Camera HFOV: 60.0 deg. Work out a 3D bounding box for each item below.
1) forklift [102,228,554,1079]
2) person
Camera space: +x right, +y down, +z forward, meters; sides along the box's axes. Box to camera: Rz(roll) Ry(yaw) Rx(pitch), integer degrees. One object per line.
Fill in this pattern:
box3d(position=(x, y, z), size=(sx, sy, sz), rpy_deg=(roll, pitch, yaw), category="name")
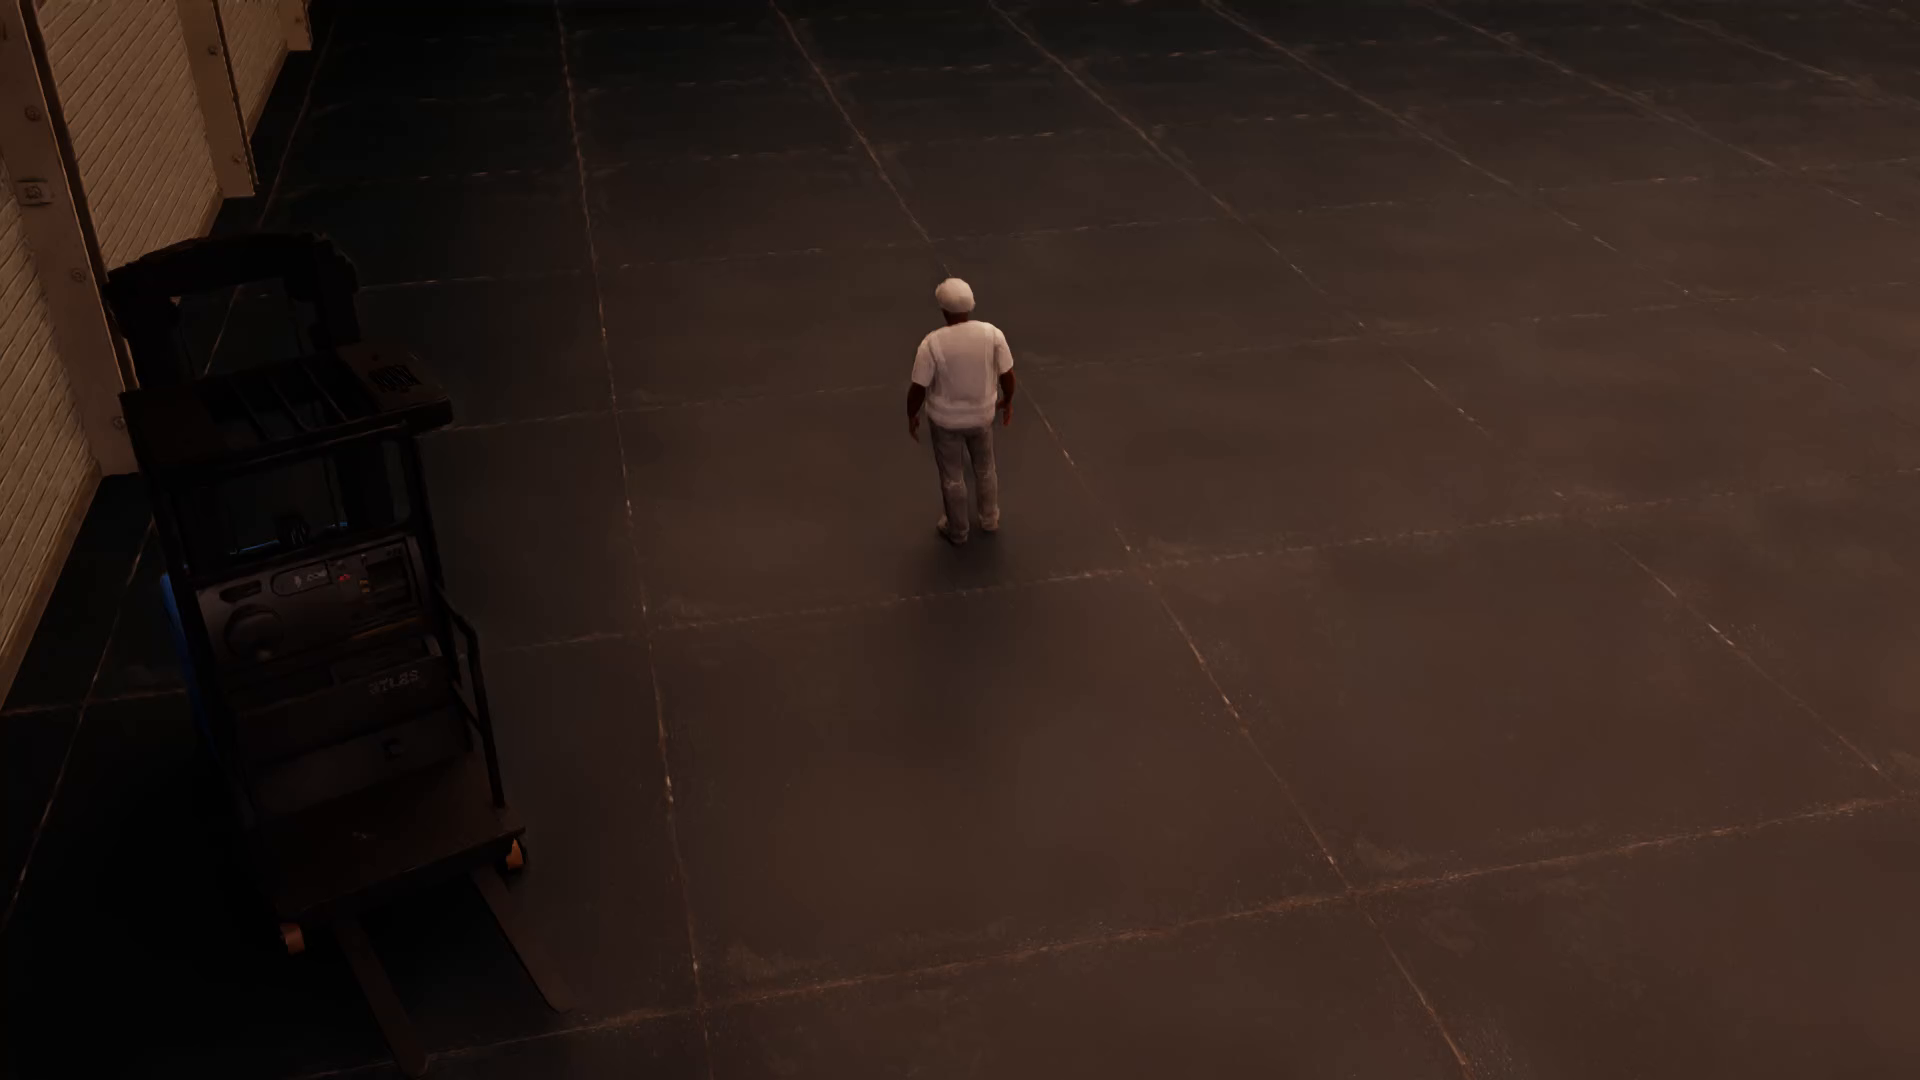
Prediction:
box3d(position=(-2.707, 0.297, 7.061), size=(1.130, 2.935, 3.031), rpy_deg=(-17, 34, -27), category="forklift")
box3d(position=(-0.011, -0.805, 10.114), size=(0.665, 1.766, 0.576), rpy_deg=(-7, 31, -12), category="person")
